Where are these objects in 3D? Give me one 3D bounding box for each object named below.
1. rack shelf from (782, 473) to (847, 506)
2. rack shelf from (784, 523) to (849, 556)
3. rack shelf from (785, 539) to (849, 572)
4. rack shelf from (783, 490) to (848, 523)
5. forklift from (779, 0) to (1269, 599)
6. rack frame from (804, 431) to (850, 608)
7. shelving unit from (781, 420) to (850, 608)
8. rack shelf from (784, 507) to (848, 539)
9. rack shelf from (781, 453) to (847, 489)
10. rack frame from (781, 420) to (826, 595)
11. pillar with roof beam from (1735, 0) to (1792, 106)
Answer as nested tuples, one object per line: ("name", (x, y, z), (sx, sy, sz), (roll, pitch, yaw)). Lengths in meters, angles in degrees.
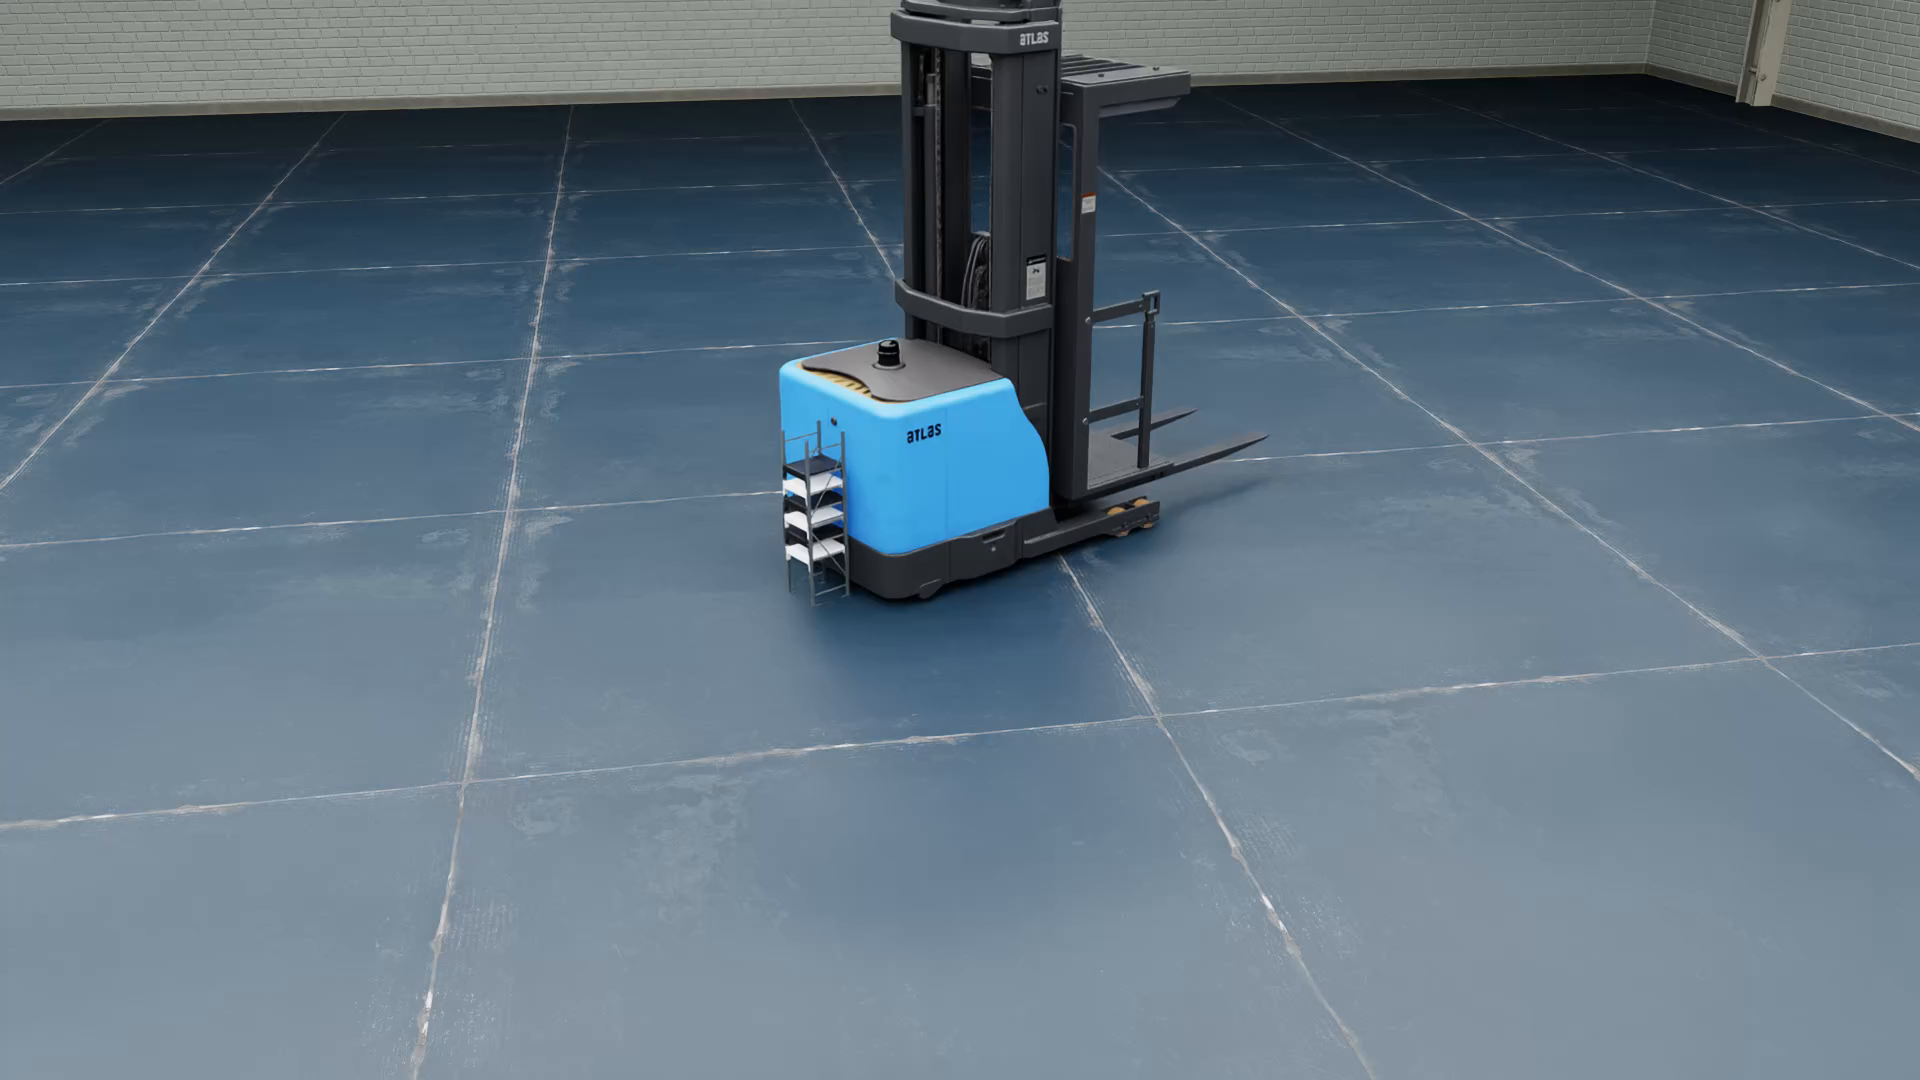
("rack shelf", (-0.730, -0.264, 8.364), (0.258, 0.077, 0.200), (-19, 30, -36))
("rack shelf", (-0.730, -0.017, 8.472), (0.258, 0.077, 0.200), (-19, 30, -36))
("rack shelf", (-0.730, 0.066, 8.508), (0.258, 0.077, 0.200), (-19, 30, -36))
("rack shelf", (-0.730, -0.182, 8.400), (0.258, 0.077, 0.200), (-19, 30, -36))
("forklift", (0.504, -1.506, 9.035), (3.031, 2.935, 1.130), (-18, 29, -35))
("rack frame", (-0.665, -0.099, 8.352), (0.240, 0.900, 0.006), (-19, 30, -36))
("shelving unit", (-0.730, -0.130, 8.423), (0.258, 0.900, 0.210), (-19, 30, -36))
("rack shelf", (-0.730, -0.099, 8.436), (0.258, 0.077, 0.200), (-19, 30, -36))
("rack shelf", (-0.730, -0.347, 8.328), (0.258, 0.077, 0.200), (-19, 30, -36))
("rack frame", (-0.796, -0.161, 8.494), (0.240, 0.900, 0.006), (-19, 30, -36))
("pillar with roof beam", (6.835, -9.892, 20.655), (9.100, 9.000, 0.400), (-4, 24, -10))
